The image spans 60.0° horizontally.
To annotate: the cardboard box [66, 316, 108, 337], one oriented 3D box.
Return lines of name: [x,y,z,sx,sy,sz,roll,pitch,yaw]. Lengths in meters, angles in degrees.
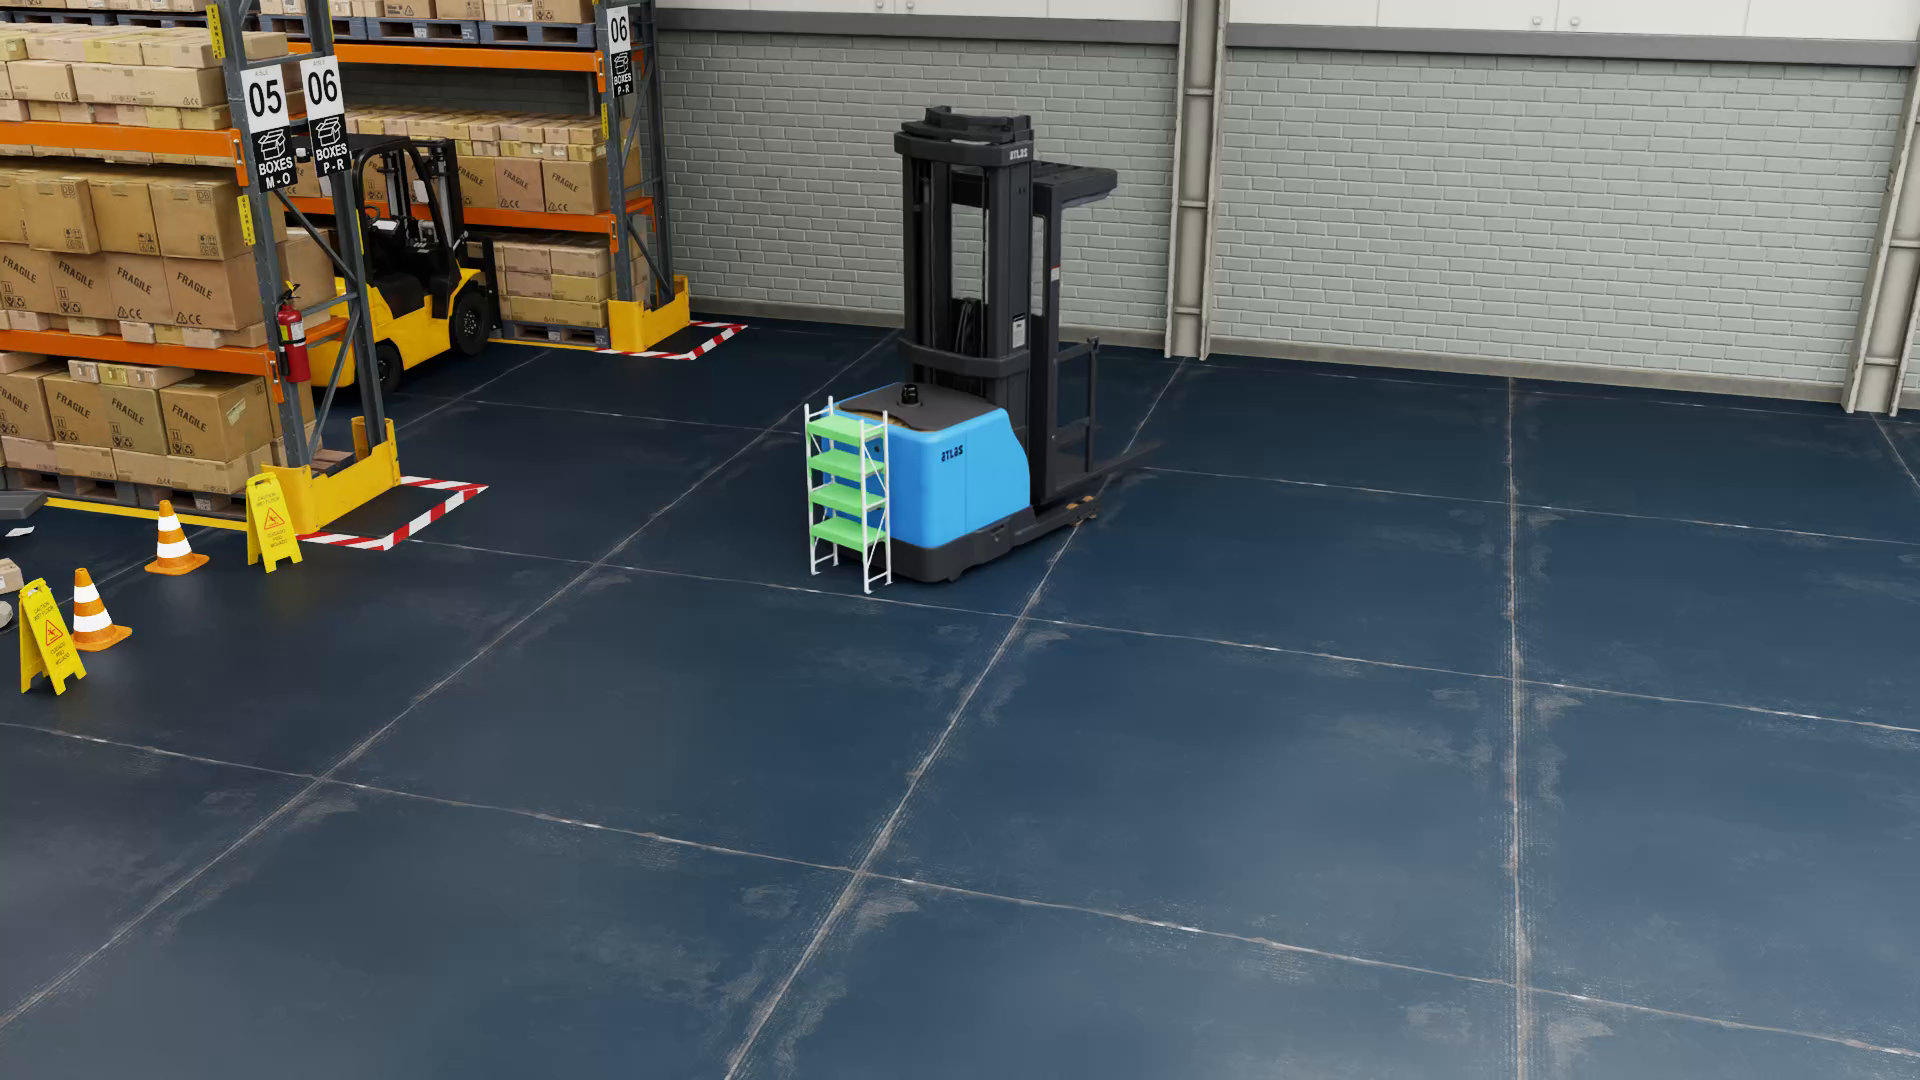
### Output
cardboard box: [-6.226,-1.603,12.056,0.250,0.149,0.380,6,23,15]

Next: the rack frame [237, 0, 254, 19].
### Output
rack frame: [-6.961,-6.659,16.146,0.127,3.000,1.000,7,23,16]

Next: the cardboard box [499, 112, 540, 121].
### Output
cardboard box: [-4.381,-4.160,16.581,0.250,0.149,0.380,7,23,17]

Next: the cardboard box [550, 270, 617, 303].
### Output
cardboard box: [-3.688,-2.538,16.416,0.500,0.250,0.500,6,23,15]

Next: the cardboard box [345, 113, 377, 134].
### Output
cardboard box: [-6.001,-4.138,16.528,0.250,0.149,0.380,7,23,17]

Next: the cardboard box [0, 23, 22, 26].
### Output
cardboard box: [-7.023,-3.656,12.058,0.250,0.149,0.380,6,23,14]

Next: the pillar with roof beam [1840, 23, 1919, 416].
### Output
pillar with roof beam: [6.707,-3.745,9.041,0.400,9.000,9.100,7,23,16]

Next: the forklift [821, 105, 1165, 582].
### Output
forklift: [0.385,-1.562,11.716,1.130,2.935,3.031,18,28,36]

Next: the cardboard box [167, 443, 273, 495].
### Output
cardboard box: [-5.436,-0.557,12.244,0.500,0.250,0.500,6,23,15]

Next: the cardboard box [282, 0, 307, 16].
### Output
cardboard box: [-6.235,-5.291,16.195,0.500,0.311,0.500,7,23,17]

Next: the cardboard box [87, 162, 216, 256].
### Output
cardboard box: [-5.596,-2.322,11.638,0.500,0.500,0.700,7,23,16]

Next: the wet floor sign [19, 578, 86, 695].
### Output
wet floor sign: [-5.295,0.542,9.599,0.232,0.644,0.267,3,22,6]

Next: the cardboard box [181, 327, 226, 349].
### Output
cardboard box: [-5.256,-1.475,11.746,0.250,0.149,0.380,6,23,15]

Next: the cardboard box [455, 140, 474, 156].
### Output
cardboard box: [-4.780,-3.859,16.239,0.250,0.149,0.380,7,23,16]

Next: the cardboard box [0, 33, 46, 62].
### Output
cardboard box: [-6.449,-3.367,11.354,0.250,0.149,0.380,7,23,17]

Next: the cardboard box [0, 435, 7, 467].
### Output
cardboard box: [-7.390,-0.784,12.800,0.500,0.250,0.500,8,24,19]

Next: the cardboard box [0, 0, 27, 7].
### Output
cardboard box: [-9.655,-5.809,17.211,0.500,0.500,0.700,6,23,14]

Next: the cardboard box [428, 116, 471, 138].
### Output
cardboard box: [-5.005,-4.058,16.331,0.250,0.149,0.380,7,23,16]

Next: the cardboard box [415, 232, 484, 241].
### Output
cardboard box: [-5.122,-2.931,16.714,0.500,0.250,0.500,6,23,14]

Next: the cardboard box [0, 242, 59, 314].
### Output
cardboard box: [-6.597,-1.959,12.070,0.500,0.500,0.500,7,23,16]

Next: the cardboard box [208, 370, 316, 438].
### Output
cardboard box: [-5.277,-1.101,12.584,0.500,0.500,0.500,6,23,14]

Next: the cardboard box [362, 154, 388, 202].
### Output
cardboard box: [-5.623,-3.680,16.657,0.500,0.500,0.500,6,23,15]

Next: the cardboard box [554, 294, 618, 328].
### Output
cardboard box: [-3.673,-2.304,16.503,0.500,0.250,0.500,7,23,16]

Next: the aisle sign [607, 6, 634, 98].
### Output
aisle sign: [-3.153,-4.534,15.445,0.004,0.787,0.394,7,23,16]

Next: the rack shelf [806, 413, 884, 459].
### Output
rack shelf: [-0.734,-0.677,10.741,0.480,0.148,0.258,18,29,36]

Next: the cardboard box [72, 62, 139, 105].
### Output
cardboard box: [-5.607,-3.116,11.266,0.500,0.250,0.500,6,23,15]

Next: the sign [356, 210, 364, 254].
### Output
sign: [-4.405,-2.239,12.134,0.005,0.325,0.100,7,23,16]

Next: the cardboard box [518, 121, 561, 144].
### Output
cardboard box: [-4.039,-3.926,16.010,0.250,0.149,0.380,7,23,17]

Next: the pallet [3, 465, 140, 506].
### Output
pallet: [-6.566,-0.596,12.944,1.213,0.211,1.003,7,23,16]

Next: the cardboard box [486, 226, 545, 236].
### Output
cardboard box: [-4.492,-3.063,17.038,0.500,0.250,0.500,6,23,15]

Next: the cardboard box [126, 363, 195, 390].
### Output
cardboard box: [-5.775,-1.219,12.016,0.250,0.149,0.380,7,23,17]

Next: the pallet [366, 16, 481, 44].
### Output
pallet: [-4.973,-5.012,16.199,1.213,0.211,1.003,7,23,16]

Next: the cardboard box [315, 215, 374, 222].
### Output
cardboard box: [-6.434,-3.284,17.577,0.500,0.250,0.500,7,23,17]

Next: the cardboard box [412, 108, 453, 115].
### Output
cardboard box: [-5.351,-4.290,16.898,0.250,0.149,0.380,6,23,15]

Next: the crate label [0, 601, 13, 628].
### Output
crate label: [-6.112,0.482,10.415,0.298,0.136,0.250,-5,23,-12]

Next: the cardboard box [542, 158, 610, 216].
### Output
cardboard box: [-3.678,-3.450,16.096,0.500,0.500,0.500,6,23,14]

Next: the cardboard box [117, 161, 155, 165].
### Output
cardboard box: [-8.468,-3.893,17.505,0.500,0.250,0.500,7,23,16]

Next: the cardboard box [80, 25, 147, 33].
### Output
cardboard box: [-6.021,-3.571,11.852,0.250,0.149,0.380,7,23,17]

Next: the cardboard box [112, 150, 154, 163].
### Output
cardboard box: [-8.487,-4.118,17.396,0.500,0.250,0.500,7,23,17]

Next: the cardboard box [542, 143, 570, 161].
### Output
cardboard box: [-3.798,-3.745,15.960,0.250,0.149,0.380,7,23,16]

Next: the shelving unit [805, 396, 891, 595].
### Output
shelving unit: [-0.732,-0.293,10.901,0.503,1.200,0.258,18,29,36]

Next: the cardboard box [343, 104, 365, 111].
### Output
cardboard box: [-6.340,-4.400,17.165,0.250,0.149,0.380,6,23,14]

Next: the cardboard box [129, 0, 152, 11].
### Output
cardboard box: [-8.101,-5.406,16.689,0.250,0.149,0.380,6,23,15]

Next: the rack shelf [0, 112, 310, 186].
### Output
rack shelf: [-6.476,-2.915,11.920,4.000,0.370,1.077,7,23,16]

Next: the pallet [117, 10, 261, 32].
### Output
pallet: [-7.809,-5.275,16.976,1.217,0.209,0.805,6,23,13]

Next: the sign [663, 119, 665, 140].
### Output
sign: [-2.965,-4.083,16.526,0.005,0.325,0.100,7,23,16]

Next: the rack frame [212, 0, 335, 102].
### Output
rack frame: [-4.562,-4.417,10.679,0.127,3.000,1.000,7,23,16]

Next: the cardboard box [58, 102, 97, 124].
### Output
cardboard box: [-5.952,-2.969,11.434,0.250,0.149,0.380,6,23,15]

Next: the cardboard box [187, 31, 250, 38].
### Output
cardboard box: [-5.089,-3.416,11.474,0.250,0.149,0.380,6,23,15]

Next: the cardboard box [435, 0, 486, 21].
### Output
cardboard box: [-4.577,-5.228,15.793,0.500,0.500,0.700,7,23,16]

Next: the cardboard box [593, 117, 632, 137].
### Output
cardboard box: [-3.391,-4.043,16.296,0.250,0.149,0.380,6,23,14]

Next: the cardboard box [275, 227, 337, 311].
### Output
cardboard box: [-4.935,-1.978,12.115,0.500,0.500,0.500,6,23,15]

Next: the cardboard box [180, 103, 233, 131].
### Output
cardboard box: [-4.984,-2.850,11.144,0.250,0.149,0.380,7,23,16]

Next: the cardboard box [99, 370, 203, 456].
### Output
cardboard box: [-5.905,-0.959,12.237,0.500,0.500,0.500,7,23,17]

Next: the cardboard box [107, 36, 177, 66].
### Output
cardboard box: [-5.456,-3.275,11.129,0.250,0.149,0.380,6,23,15]
